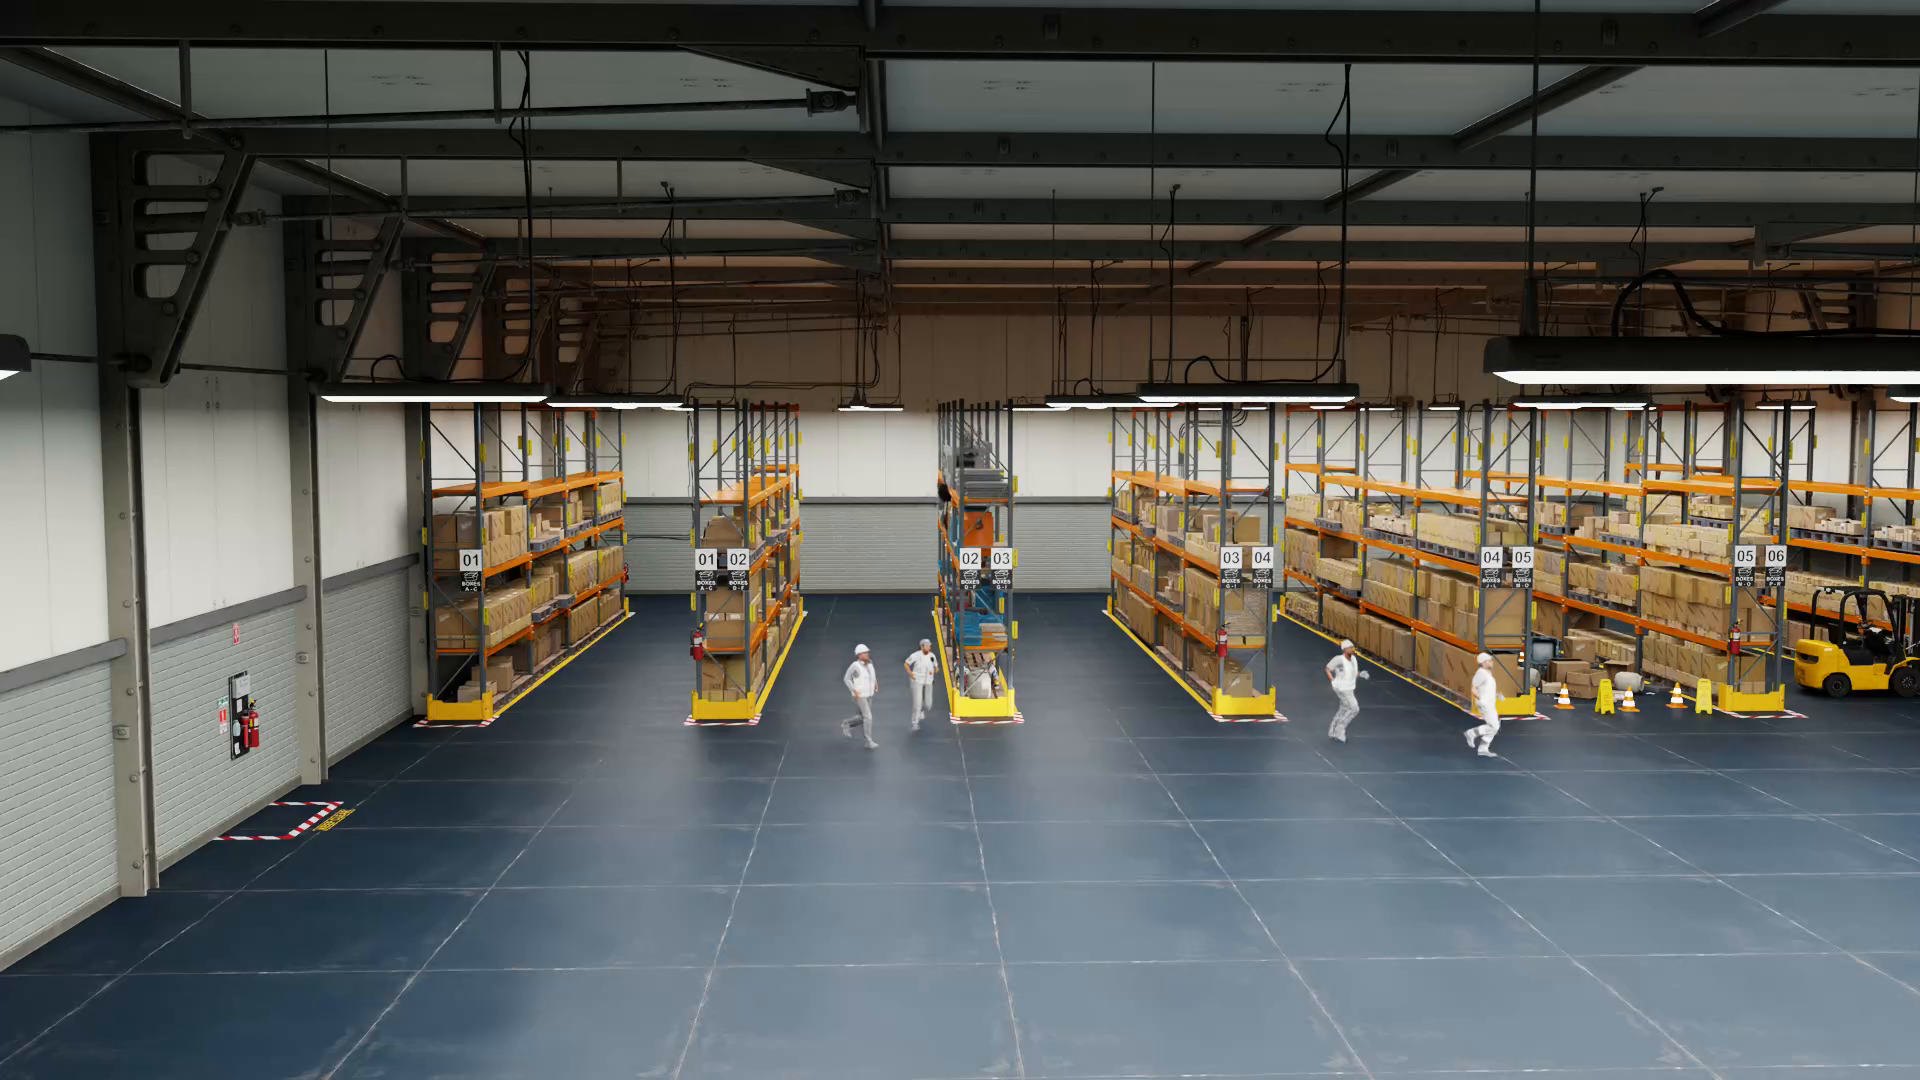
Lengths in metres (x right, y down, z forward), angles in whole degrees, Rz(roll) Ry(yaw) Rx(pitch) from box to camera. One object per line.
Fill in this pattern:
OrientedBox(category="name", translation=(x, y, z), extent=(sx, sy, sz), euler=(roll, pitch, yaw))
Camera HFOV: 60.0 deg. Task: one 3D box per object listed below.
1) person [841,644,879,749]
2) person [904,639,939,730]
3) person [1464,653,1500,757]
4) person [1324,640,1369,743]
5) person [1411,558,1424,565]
OrientedBox(category="person", translation=(-1.719, 2.661, 28.578), extent=(0.854, 1.766, 0.661), euler=(3, 5, 35))
OrientedBox(category="person", translation=(-0.675, 2.632, 30.492), extent=(0.637, 1.622, 0.739), euler=(-2, 5, -24))
OrientedBox(category="person", translation=(8.746, 2.747, 27.786), extent=(0.572, 1.738, 0.658), euler=(3, 5, 30))
OrientedBox(category="person", translation=(6.785, 2.639, 29.082), extent=(0.692, 1.792, 0.650), euler=(3, 6, 38))
OrientedBox(category="person", translation=(13.583, 1.109, 49.088), extent=(1.022, 1.801, 0.649), euler=(-1, 4, -12))
